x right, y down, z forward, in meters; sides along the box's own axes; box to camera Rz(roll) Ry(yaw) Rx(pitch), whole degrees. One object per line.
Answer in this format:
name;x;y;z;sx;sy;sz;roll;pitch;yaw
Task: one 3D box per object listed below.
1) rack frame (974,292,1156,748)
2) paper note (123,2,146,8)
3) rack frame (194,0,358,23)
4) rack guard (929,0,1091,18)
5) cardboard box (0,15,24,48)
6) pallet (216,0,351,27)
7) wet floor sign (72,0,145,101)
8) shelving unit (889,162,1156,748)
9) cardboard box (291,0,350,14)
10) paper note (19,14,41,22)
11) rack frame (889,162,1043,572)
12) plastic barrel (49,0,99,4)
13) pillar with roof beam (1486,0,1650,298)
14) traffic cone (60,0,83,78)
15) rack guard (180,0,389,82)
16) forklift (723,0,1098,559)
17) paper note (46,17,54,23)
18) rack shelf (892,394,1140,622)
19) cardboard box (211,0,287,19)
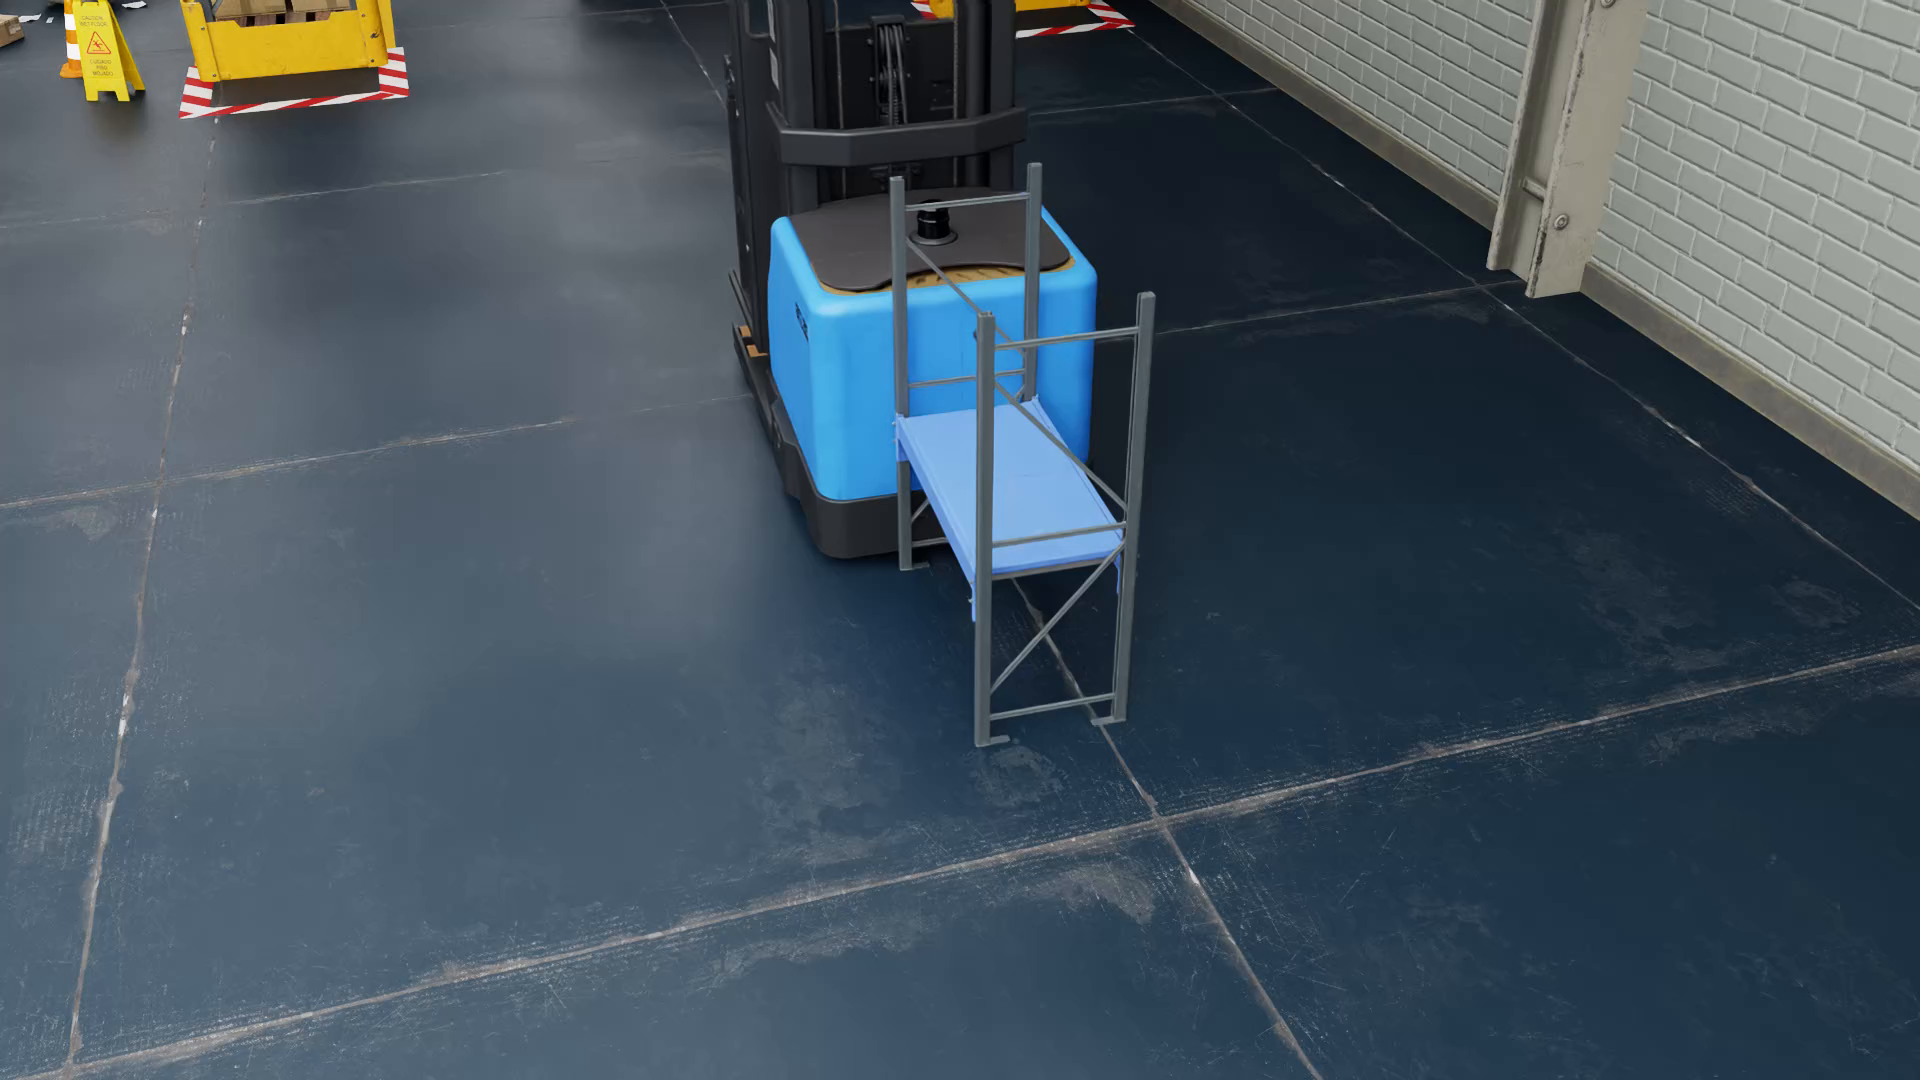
rack frame;0.290;-0.012;4.907;0.500;1.500;0.032;-9;34;-13
paper note;-6.029;-3.915;12.148;0.142;0.019;0.148;-23;40;-31
rack frame;-4.365;-4.342;10.100;1.000;3.000;0.127;-10;35;-15
rack guard;0.368;-4.123;12.036;1.175;0.500;0.348;-10;35;-15
cardboard box;-6.689;-3.501;11.413;0.380;0.149;0.250;7;34;10
pallet;-4.603;-3.651;11.584;1.003;0.211;1.213;-10;35;-15
wet floor sign;-5.326;-3.080;10.326;0.267;0.644;0.232;1;33;2
shelving unit;0.156;-0.282;5.316;0.538;1.500;1.048;-9;34;-13
cardboard box;-4.348;-3.840;11.453;0.500;0.250;0.500;-10;35;-15
paper note;-6.666;-3.731;11.879;0.148;0.019;0.142;1;33;2
rack frame;0.021;-0.552;5.725;0.500;1.500;0.032;-9;34;-13
plastic barrel;-6.437;-4.097;12.066;0.512;0.421;0.421;13;36;18
pillar with roof beam;-1.263;-4.324;4.632;9.100;9.000;0.400;-10;35;-15
traffic cone;-5.725;-3.292;10.813;0.336;0.463;0.334;-10;35;-15
rack guard;-4.389;-3.339;10.849;1.175;0.500;0.348;-10;35;-15
forklift;-0.389;-1.963;6.562;1.130;2.935;3.031;-9;34;-13
paper note;-6.484;-3.705;11.847;0.032;0.001;0.123;-10;35;-15
rack shelf;0.156;-0.132;5.415;0.538;0.185;1.000;-9;34;-13
cardboard box;-4.875;-3.762;11.335;0.500;0.250;0.500;-10;35;-15
